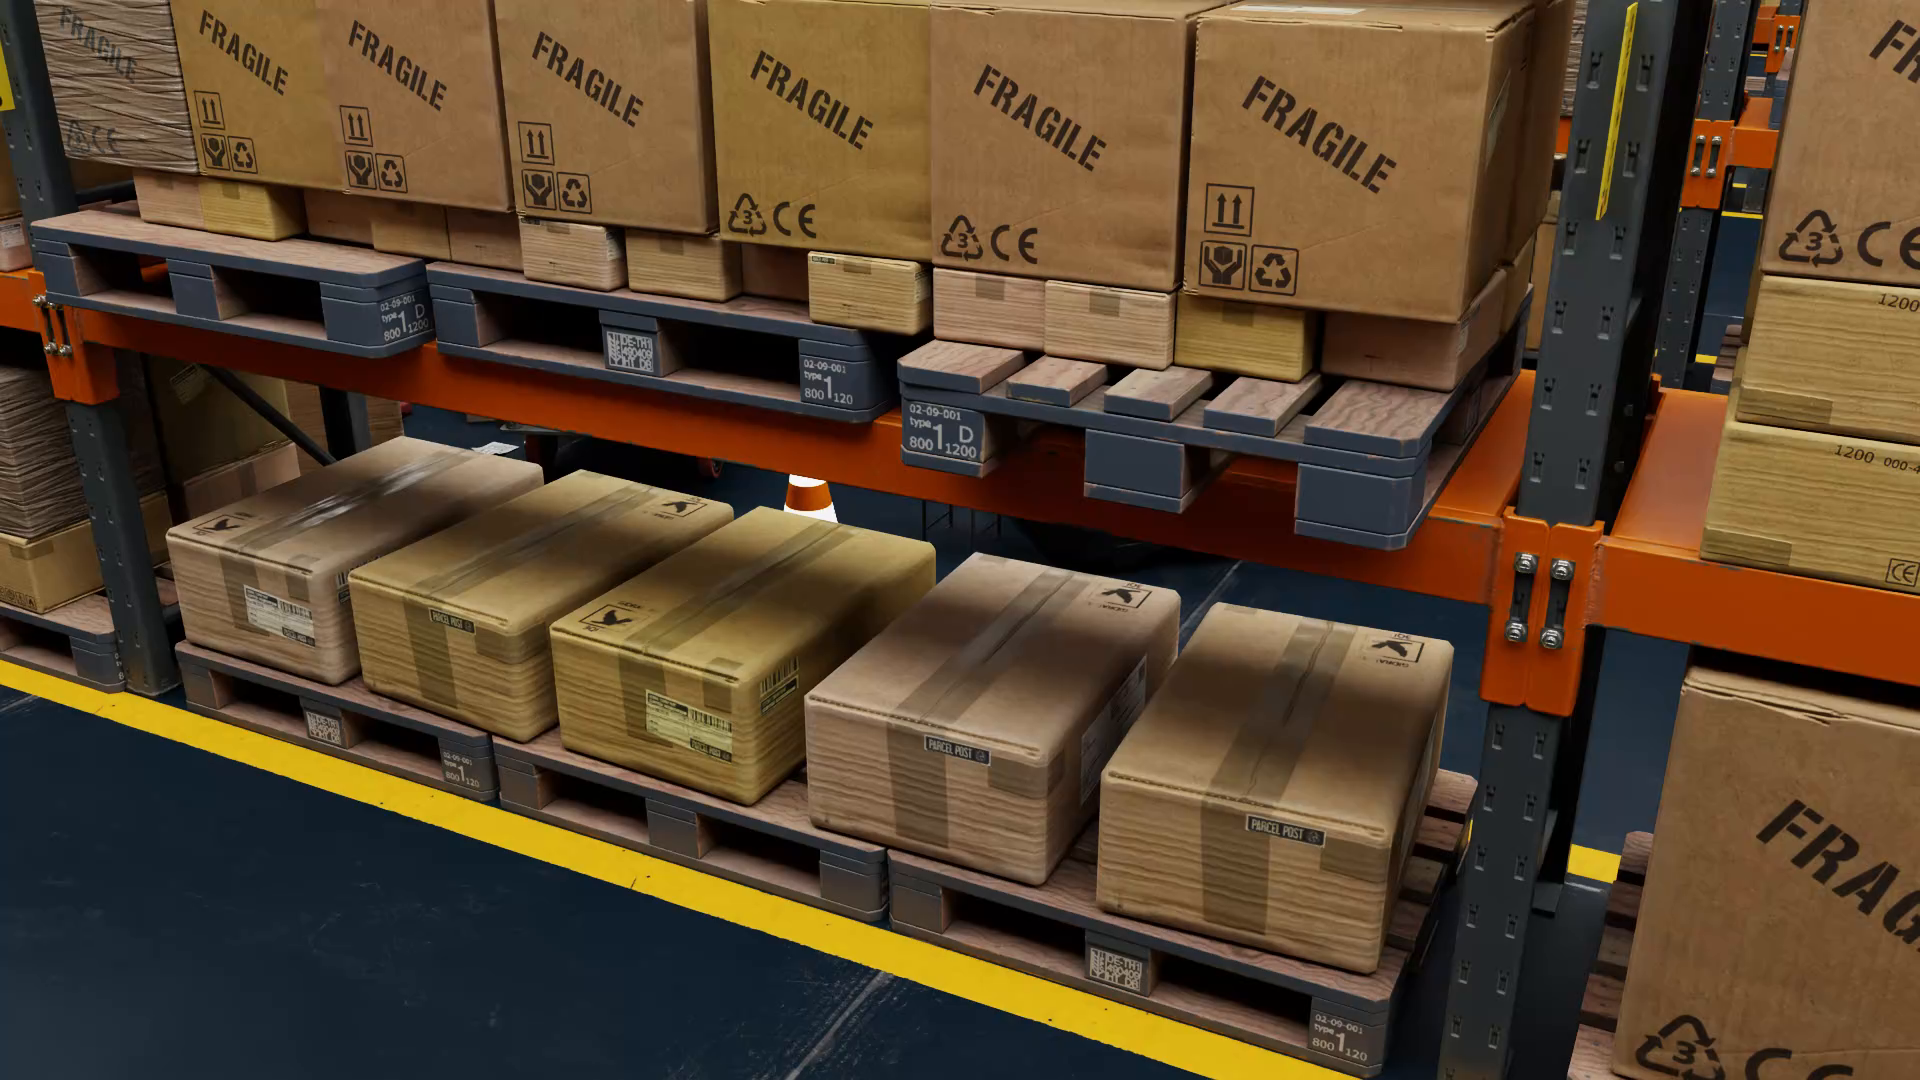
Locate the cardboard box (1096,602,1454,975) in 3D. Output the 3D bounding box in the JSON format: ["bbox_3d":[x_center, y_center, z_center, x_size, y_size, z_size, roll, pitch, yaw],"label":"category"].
[{"bbox_3d":[0.773,0.544,3.959,0.625,0.372,0.950,9,25,21],"label":"cardboard box"}]

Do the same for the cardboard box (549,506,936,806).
[{"bbox_3d":[-0.563,0.281,4.578,0.625,0.372,0.950,12,26,26],"label":"cardboard box"}]

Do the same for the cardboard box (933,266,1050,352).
[{"bbox_3d":[0.136,-0.520,3.424,0.250,0.149,0.380,10,25,22],"label":"cardboard box"}]

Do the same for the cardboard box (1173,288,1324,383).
[{"bbox_3d":[0.602,-0.444,3.245,0.250,0.149,0.380,12,26,25],"label":"cardboard box"}]

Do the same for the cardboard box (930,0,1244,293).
[{"bbox_3d":[0.275,-0.815,3.290,0.500,0.500,0.500,11,25,24],"label":"cardboard box"}]

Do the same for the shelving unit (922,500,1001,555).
[{"bbox_3d":[0.007,-0.413,6.071,0.210,0.900,0.258,11,25,25],"label":"shelving unit"}]

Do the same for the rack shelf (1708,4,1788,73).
[{"bbox_3d":[3.959,-3.852,12.393,4.000,0.370,1.077,11,25,25],"label":"rack shelf"}]

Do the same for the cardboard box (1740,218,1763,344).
[{"bbox_3d":[1.820,-0.533,3.223,0.500,0.250,0.500,11,25,24],"label":"cardboard box"}]

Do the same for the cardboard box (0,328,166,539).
[{"bbox_3d":[-2.946,-0.359,5.279,0.500,0.500,0.500,11,25,24],"label":"cardboard box"}]

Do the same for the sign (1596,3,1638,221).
[{"bbox_3d":[1.036,-0.674,2.623,0.005,0.325,0.100,11,25,25],"label":"sign"}]

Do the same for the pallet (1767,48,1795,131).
[{"bbox_3d":[4.100,-1.938,7.220,1.003,0.211,1.213,11,25,25],"label":"pallet"}]

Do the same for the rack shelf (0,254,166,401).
[{"bbox_3d":[-4.082,-1.097,5.916,4.000,0.370,1.077,11,25,25],"label":"rack shelf"}]

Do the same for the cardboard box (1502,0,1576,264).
[{"bbox_3d":[0.976,-0.905,3.501,0.500,0.500,0.500,10,25,23],"label":"cardboard box"}]

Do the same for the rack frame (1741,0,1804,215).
[{"bbox_3d":[5.744,-3.830,11.422,0.127,3.000,1.000,11,25,25],"label":"rack frame"}]

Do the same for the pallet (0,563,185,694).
[{"bbox_3d":[-2.912,0.102,5.740,1.213,0.211,1.003,11,25,25],"label":"pallet"}]

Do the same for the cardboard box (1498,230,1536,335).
[{"bbox_3d":[1.067,-0.568,3.538,0.250,0.149,0.380,10,25,22],"label":"cardboard box"}]

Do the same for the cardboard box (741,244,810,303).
[{"bbox_3d":[-0.283,-0.652,3.735,0.250,0.149,0.380,11,26,25],"label":"cardboard box"}]

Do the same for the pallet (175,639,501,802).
[{"bbox_3d":[-1.602,0.345,5.168,1.213,0.211,1.003,11,25,25],"label":"pallet"}]

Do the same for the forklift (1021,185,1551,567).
[{"bbox_3d":[1.642,-1.579,6.217,3.031,2.935,1.130,-7,24,-17],"label":"forklift"}]

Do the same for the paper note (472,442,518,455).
[{"bbox_3d":[-2.000,-0.398,7.147,0.142,0.019,0.148,11,25,25],"label":"paper note"}]

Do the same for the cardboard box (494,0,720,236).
[{"bbox_3d":[-0.662,-1.001,3.726,0.500,0.500,0.500,10,25,22],"label":"cardboard box"}]

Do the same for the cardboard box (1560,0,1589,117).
[{"bbox_3d":[2.893,-2.147,7.338,0.500,0.500,0.500,11,25,25],"label":"cardboard box"}]

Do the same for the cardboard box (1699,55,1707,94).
[{"bbox_3d":[5.133,-3.335,11.932,0.500,0.250,0.500,12,26,27],"label":"cardboard box"}]

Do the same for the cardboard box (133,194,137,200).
[{"bbox_3d":[-2.433,-1.127,5.388,0.250,0.149,0.380,11,25,24],"label":"cardboard box"}]

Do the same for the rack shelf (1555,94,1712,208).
[{"bbox_3d":[1.631,-2.137,8.362,4.000,0.370,1.077,11,25,25],"label":"rack shelf"}]

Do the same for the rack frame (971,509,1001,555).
[{"bbox_3d":[0.098,-0.395,6.028,0.006,0.900,0.240,11,25,25],"label":"rack frame"}]

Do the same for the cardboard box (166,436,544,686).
[{"bbox_3d":[-1.828,0.033,5.161,0.625,0.372,0.950,12,26,25],"label":"cardboard box"}]

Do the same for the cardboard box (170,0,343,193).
[{"bbox_3d":[-1.561,-1.180,4.147,0.500,0.500,0.500,11,26,25],"label":"cardboard box"}]

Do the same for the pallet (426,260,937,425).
[{"bbox_3d":[-0.512,-0.616,4.110,1.213,0.211,1.003,11,25,25],"label":"pallet"}]

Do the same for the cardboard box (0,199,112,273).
[{"bbox_3d":[-2.721,-0.910,4.877,0.250,0.149,0.380,11,25,24],"label":"cardboard box"}]

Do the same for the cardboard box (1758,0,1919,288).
[{"bbox_3d":[1.603,-0.702,2.663,0.500,0.500,0.500,10,25,23],"label":"cardboard box"}]

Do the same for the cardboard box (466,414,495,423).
[{"bbox_3d":[-2.056,-0.710,7.581,0.396,0.266,0.258,-5,24,-12],"label":"cardboard box"}]

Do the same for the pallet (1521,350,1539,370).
[{"bbox_3d":[2.746,-0.997,8.326,1.213,0.211,1.003,11,25,25],"label":"pallet"}]

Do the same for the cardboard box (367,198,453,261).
[{"bbox_3d":[-1.229,-0.814,4.116,0.250,0.149,0.380,12,26,25],"label":"cardboard box"}]

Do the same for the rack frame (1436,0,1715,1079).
[{"bbox_3d":[1.273,-0.369,3.284,0.127,3.000,1.000,11,25,25],"label":"rack frame"}]

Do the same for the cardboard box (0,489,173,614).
[{"bbox_3d":[-2.946,-0.013,5.425,0.500,0.250,0.500,12,26,27],"label":"cardboard box"}]

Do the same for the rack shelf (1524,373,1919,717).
[{"bbox_3d":[3.058,0.316,2.594,4.000,0.370,1.077,11,25,25],"label":"rack shelf"}]

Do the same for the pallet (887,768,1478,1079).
[{"bbox_3d":[0.576,0.776,4.155,1.213,0.211,1.003,11,25,25],"label":"pallet"}]

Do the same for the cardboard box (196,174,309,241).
[{"bbox_3d":[-1.727,-0.897,4.312,0.250,0.149,0.380,12,26,26],"label":"cardboard box"}]

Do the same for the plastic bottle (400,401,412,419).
[{"bbox_3d":[-2.602,-0.605,7.596,0.283,0.061,0.133,16,28,33],"label":"plastic bottle"}]

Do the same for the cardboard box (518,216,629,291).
[{"bbox_3d":[-0.796,-0.705,3.859,0.250,0.149,0.380,12,26,27],"label":"cardboard box"}]

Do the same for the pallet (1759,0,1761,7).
[{"bbox_3d":[5.060,-3.830,11.668,1.003,0.211,1.213,11,25,25],"label":"pallet"}]

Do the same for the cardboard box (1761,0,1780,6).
[{"bbox_3d":[9.639,-6.481,19.918,0.500,0.311,0.500,12,26,26],"label":"cardboard box"}]
